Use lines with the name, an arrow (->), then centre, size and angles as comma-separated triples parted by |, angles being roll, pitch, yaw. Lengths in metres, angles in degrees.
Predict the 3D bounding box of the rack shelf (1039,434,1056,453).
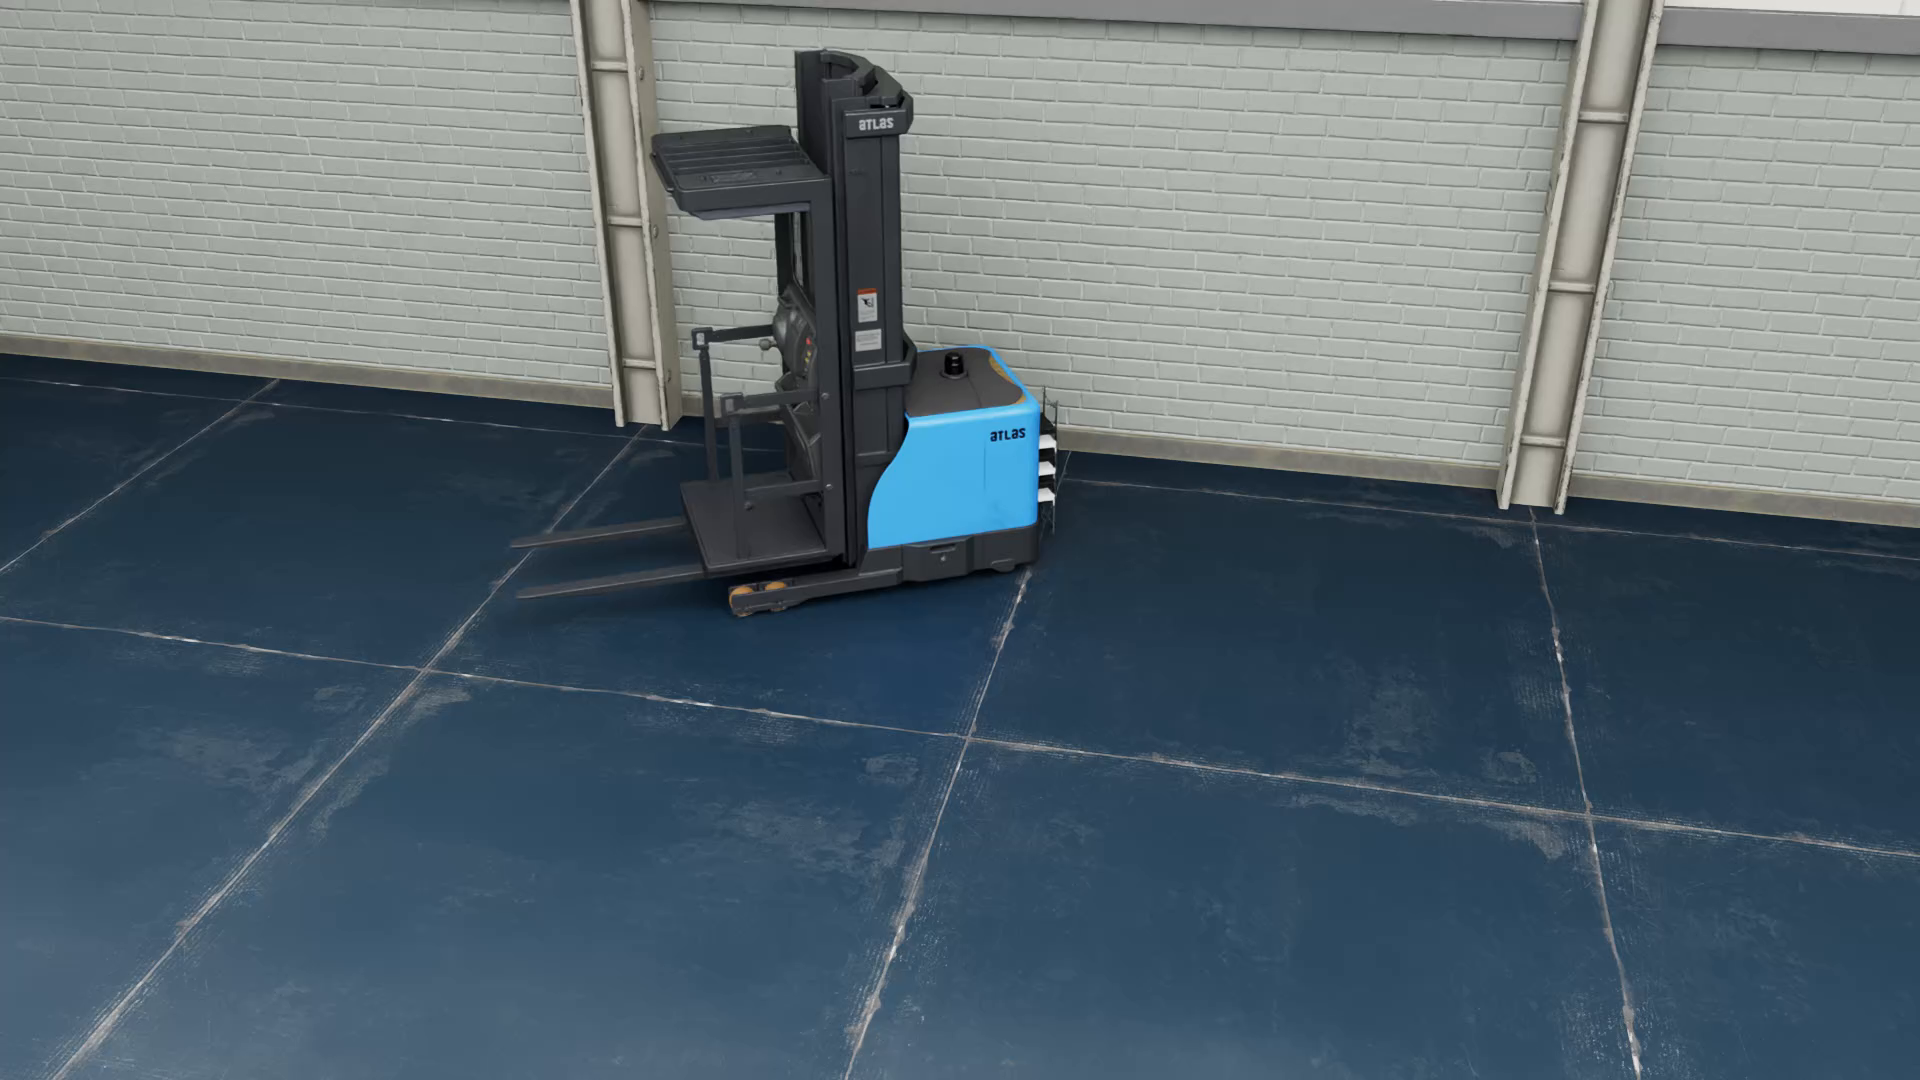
rack shelf -> 0.449, -0.605, 10.112 | 0.200, 0.077, 0.258 | -8, 30, -15

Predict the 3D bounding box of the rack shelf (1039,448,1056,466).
rack shelf -> 0.449, -0.526, 10.155 | 0.200, 0.077, 0.258 | -8, 30, -15

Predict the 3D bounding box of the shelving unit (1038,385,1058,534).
shelving unit -> 0.449, -0.476, 10.182 | 0.210, 0.900, 0.258 | -8, 30, -15

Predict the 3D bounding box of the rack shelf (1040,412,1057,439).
rack shelf -> 0.449, -0.684, 10.069 | 0.200, 0.077, 0.258 | -8, 30, -15

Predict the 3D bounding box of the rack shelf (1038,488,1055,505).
rack shelf -> 0.449, -0.289, 10.285 | 0.200, 0.077, 0.258 | -8, 30, -15

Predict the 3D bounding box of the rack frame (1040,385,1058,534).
rack frame -> 0.546, -0.490, 10.208 | 0.006, 0.900, 0.240 | -8, 30, -15

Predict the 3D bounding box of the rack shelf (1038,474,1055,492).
rack shelf -> 0.449, -0.368, 10.242 | 0.200, 0.077, 0.258 | -8, 30, -15

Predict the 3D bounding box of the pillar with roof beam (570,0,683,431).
pillar with roof beam -> -3.098, -2.781, 5.959 | 0.400, 9.000, 9.100 | 6, 29, 11

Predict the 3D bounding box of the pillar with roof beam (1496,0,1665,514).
pillar with roof beam -> 2.769, -2.179, 4.860 | 0.400, 9.000, 9.100 | 6, 29, 11

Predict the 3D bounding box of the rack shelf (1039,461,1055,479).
rack shelf -> 0.449, -0.447, 10.198 | 0.200, 0.077, 0.258 | -8, 30, -15

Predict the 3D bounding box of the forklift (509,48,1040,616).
forklift -> -1.103, -1.134, 9.270 | 3.031, 2.935, 1.130 | -8, 30, -15
